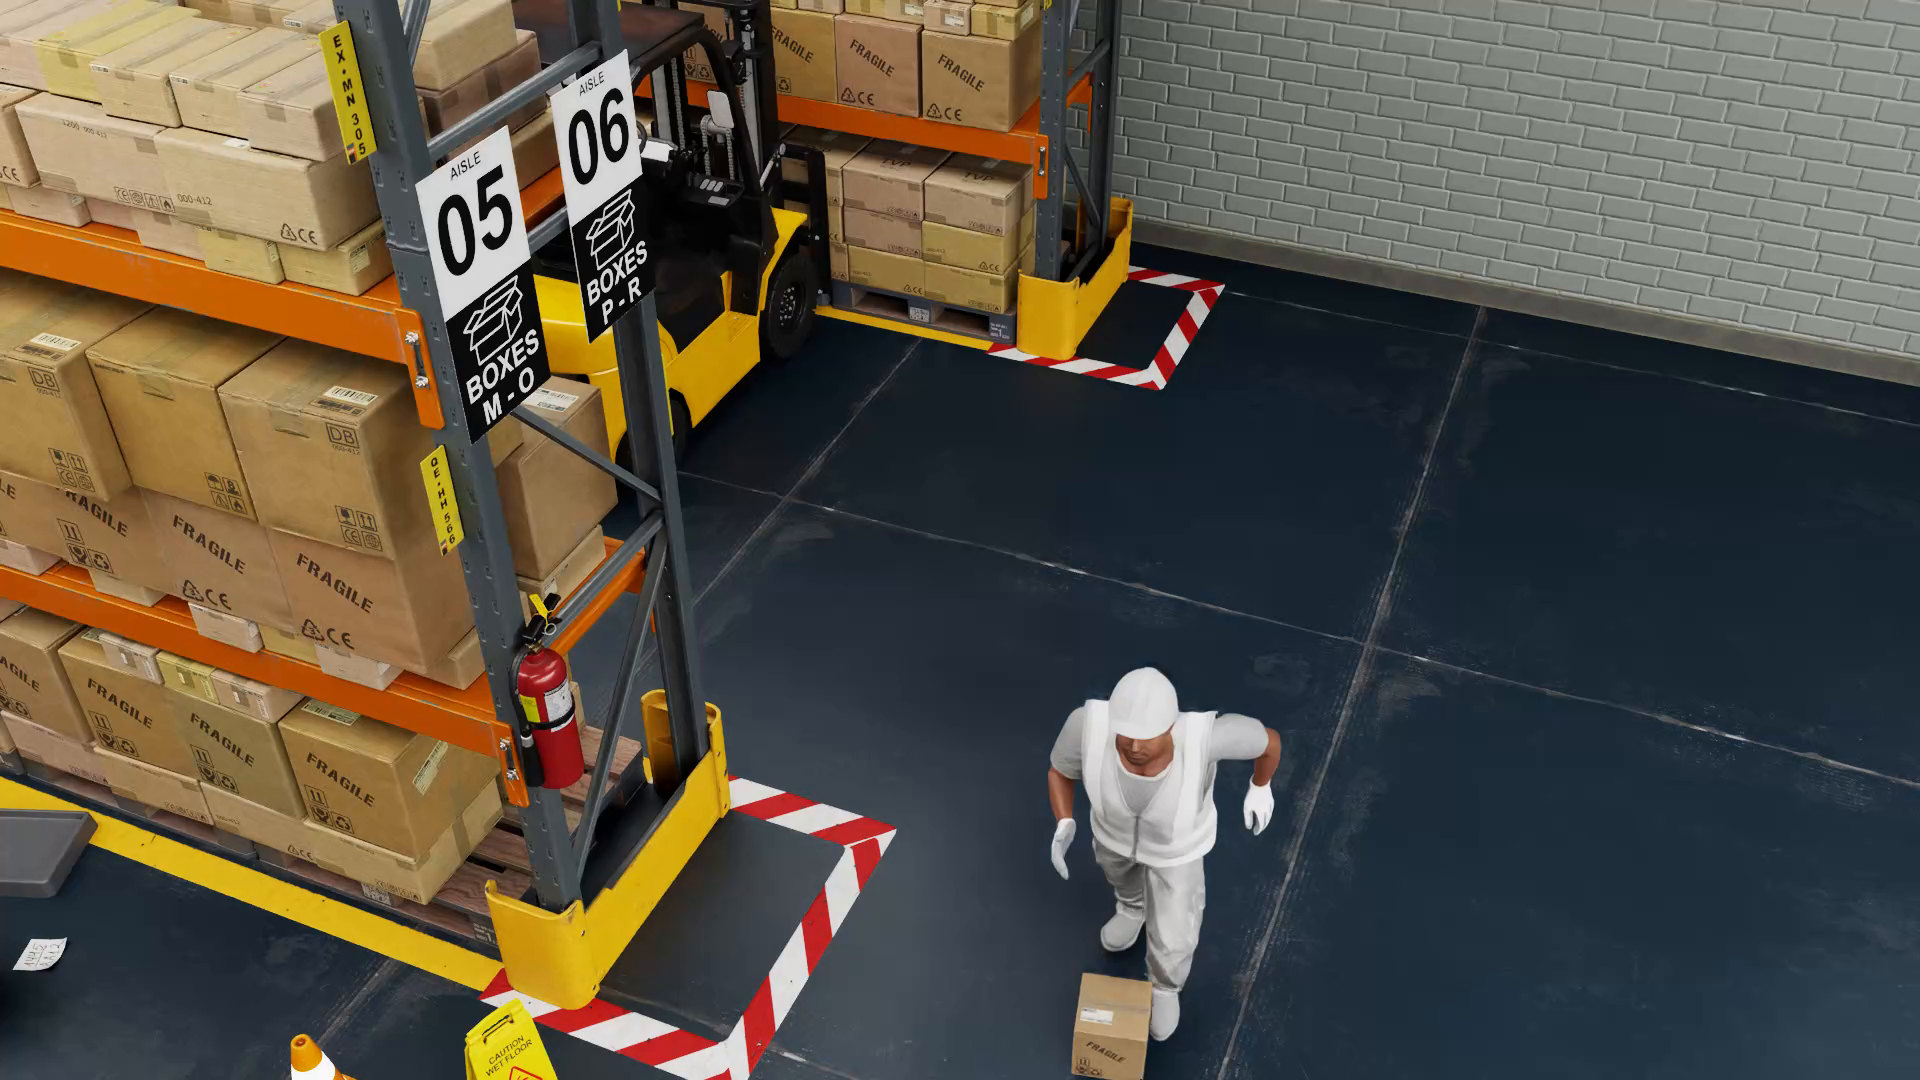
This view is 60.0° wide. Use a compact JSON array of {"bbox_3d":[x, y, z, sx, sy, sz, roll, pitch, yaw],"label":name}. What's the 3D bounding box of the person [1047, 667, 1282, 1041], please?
[{"bbox_3d":[0.628,1.005,5.526,0.675,1.690,0.908,18,41,22],"label":"person"}]
